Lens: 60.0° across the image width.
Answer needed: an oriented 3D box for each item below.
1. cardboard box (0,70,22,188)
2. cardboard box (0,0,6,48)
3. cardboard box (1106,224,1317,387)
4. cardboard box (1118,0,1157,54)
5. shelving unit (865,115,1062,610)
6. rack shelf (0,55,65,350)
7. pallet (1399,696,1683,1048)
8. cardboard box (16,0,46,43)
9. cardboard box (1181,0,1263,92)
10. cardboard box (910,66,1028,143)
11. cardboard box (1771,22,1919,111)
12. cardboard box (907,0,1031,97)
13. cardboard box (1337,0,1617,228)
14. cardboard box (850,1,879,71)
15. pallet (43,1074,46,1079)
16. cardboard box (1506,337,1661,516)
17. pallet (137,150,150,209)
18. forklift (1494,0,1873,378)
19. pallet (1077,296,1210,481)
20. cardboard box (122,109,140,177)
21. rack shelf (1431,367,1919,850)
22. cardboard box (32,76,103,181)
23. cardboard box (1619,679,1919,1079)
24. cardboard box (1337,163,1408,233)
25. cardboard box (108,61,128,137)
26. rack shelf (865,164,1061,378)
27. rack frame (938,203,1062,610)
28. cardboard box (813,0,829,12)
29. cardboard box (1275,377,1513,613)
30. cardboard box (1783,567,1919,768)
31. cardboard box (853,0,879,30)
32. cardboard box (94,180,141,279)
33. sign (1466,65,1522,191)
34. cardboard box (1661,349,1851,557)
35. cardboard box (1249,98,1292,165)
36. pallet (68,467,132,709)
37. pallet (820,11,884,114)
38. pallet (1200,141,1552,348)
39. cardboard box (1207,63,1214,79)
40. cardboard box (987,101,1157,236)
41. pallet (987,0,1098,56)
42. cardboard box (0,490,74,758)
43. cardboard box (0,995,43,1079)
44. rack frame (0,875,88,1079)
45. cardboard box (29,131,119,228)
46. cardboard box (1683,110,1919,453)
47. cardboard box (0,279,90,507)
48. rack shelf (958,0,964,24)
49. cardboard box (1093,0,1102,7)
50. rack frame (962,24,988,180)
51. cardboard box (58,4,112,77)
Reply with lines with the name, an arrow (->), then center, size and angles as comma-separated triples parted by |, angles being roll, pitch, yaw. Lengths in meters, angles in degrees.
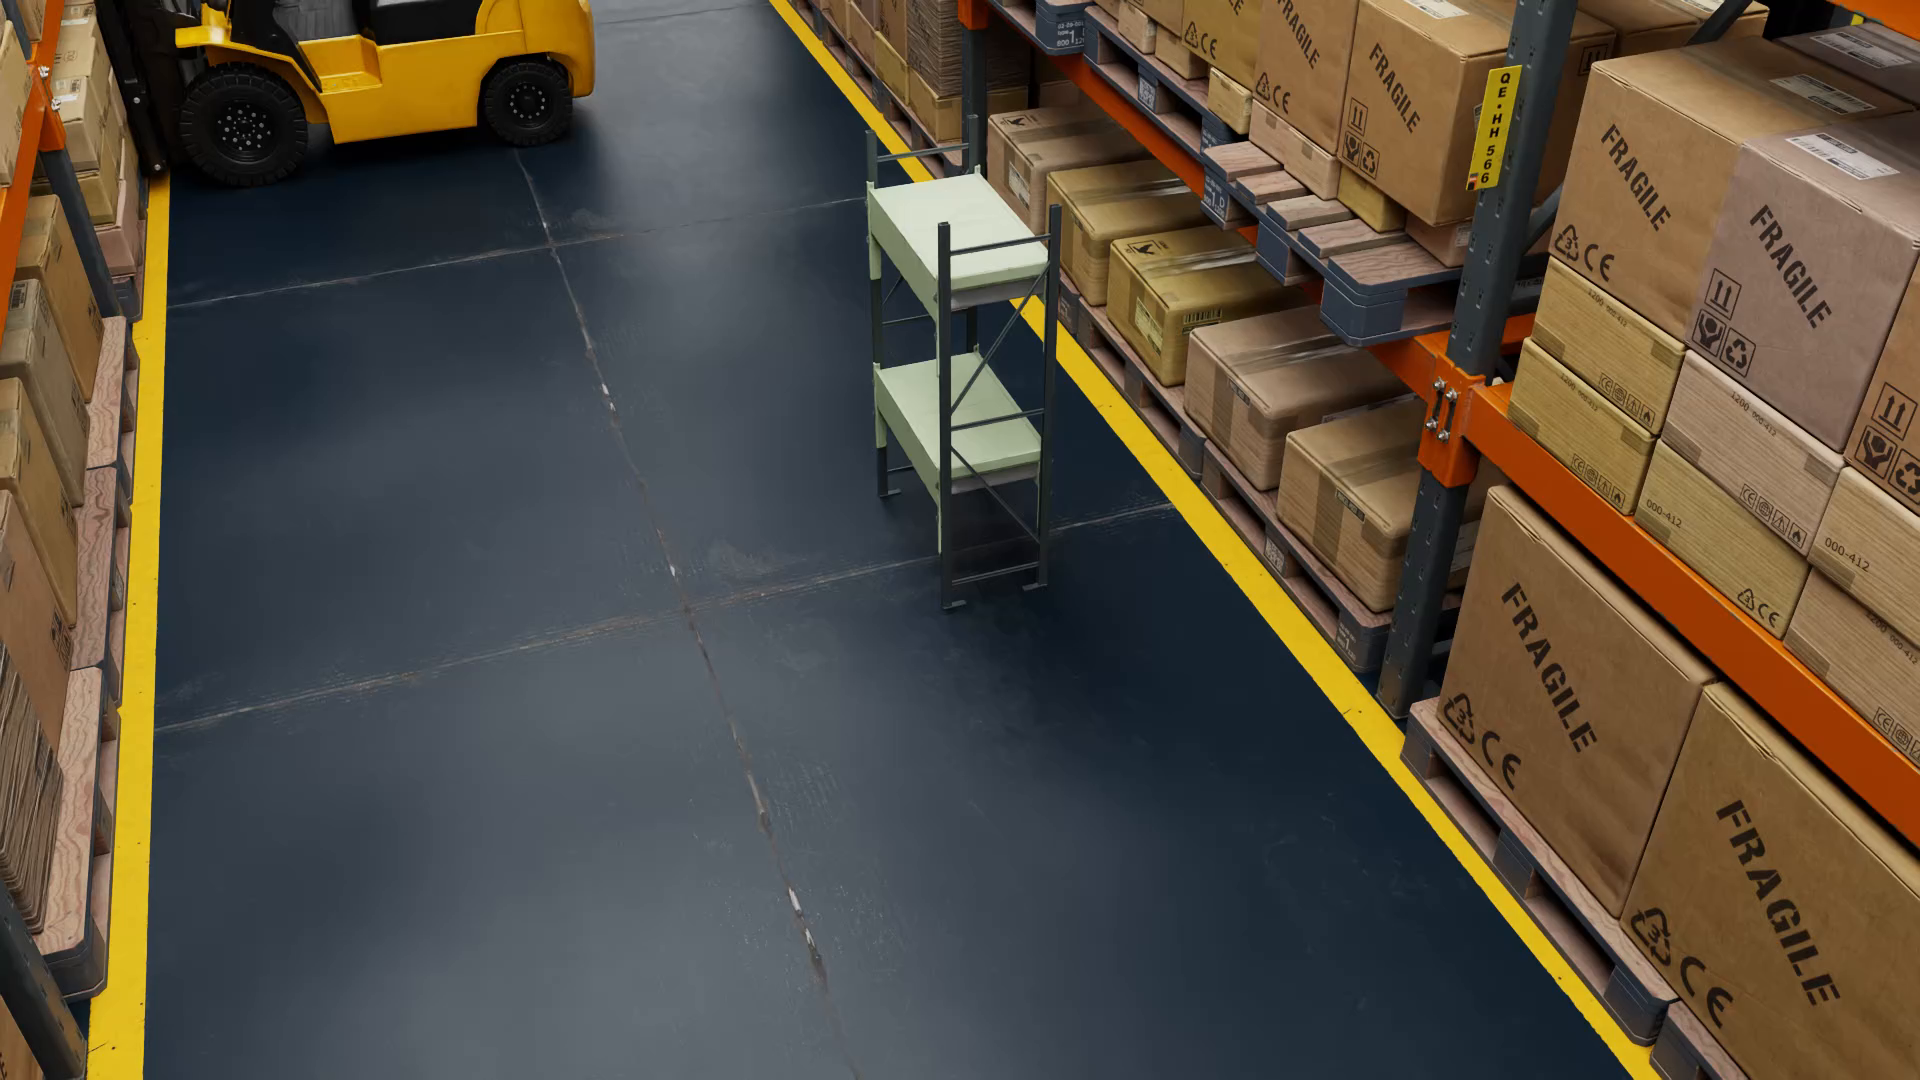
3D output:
cardboard box -> -3.564, -1.395, 5.733 | 0.500, 0.250, 0.500 | -13, 39, -16
cardboard box -> -3.752, -1.883, 5.966 | 0.500, 0.250, 0.500 | -13, 39, -17
cardboard box -> 1.172, -1.022, 6.949 | 0.950, 0.372, 0.625 | -11, 38, -14
cardboard box -> 0.814, -1.946, 6.200 | 0.380, 0.149, 0.250 | -11, 38, -14
shelving unit -> -0.002, -0.603, 5.804 | 0.431, 1.500, 0.755 | -12, 39, -16
rack shelf -> -3.473, -0.551, 5.086 | 1.077, 0.370, 4.000 | -12, 39, -16
pallet -> 2.075, 0.837, 4.964 | 1.003, 0.211, 1.213 | -12, 39, -16
cardboard box -> -4.069, -2.313, 6.744 | 0.500, 0.500, 0.500 | -13, 39, -17
cardboard box -> 1.094, -1.839, 5.518 | 0.500, 0.500, 0.500 | -15, 40, -19
cardboard box -> 0.042, -2.346, 8.807 | 0.500, 0.250, 0.500 | -11, 38, -14
cardboard box -> 2.298, -0.940, 4.090 | 0.500, 0.500, 0.500 | -13, 39, -17
cardboard box -> 0.043, -2.645, 8.582 | 0.500, 0.500, 0.500 | -13, 39, -17
cardboard box -> 1.457, -1.264, 4.755 | 0.500, 0.500, 0.500 | -14, 39, -17
cardboard box -> -0.321, -2.933, 9.586 | 0.500, 0.250, 0.500 | -12, 39, -15
pallet -> -2.563, 1.835, 3.638 | 1.003, 0.211, 1.213 | -12, 39, -16
cardboard box -> 1.807, -0.350, 4.346 | 0.500, 0.250, 0.500 | -13, 39, -17
pallet -> -4.819, -2.002, 8.733 | 1.003, 0.211, 1.213 | -12, 39, -16
forklift -> 3.409, -2.328, 6.905 | 1.130, 2.935, 3.031 | 23, 43, 28
pallet -> 1.191, -0.754, 7.076 | 1.003, 0.211, 1.213 | -12, 39, -16
cardboard box -> -4.397, -1.950, 8.282 | 0.500, 0.250, 0.500 | -12, 39, -15
rack shelf -> 2.563, 0.679, 3.453 | 1.077, 0.370, 4.000 | -12, 39, -16
cardboard box -> -4.033, -1.775, 7.219 | 0.500, 0.250, 0.500 | -13, 39, -17
cardboard box -> 2.337, 0.855, 4.039 | 0.875, 0.875, 0.875 | -12, 39, -15
cardboard box -> 1.381, -1.079, 5.048 | 0.380, 0.149, 0.250 | -12, 39, -15
cardboard box -> -4.375, -2.145, 8.125 | 0.500, 0.250, 0.500 | -13, 39, -16
rack shelf -> -0.002, -0.915, 5.569 | 0.431, 0.370, 0.720 | -12, 39, -16
rack frame -> 0.124, -0.396, 5.529 | 0.400, 1.500, 0.023 | -12, 39, -16
cardboard box -> -0.692, -3.524, 10.372 | 0.500, 0.250, 0.500 | -11, 38, -14
cardboard box -> 1.690, -0.178, 5.828 | 0.950, 0.372, 0.625 | -15, 40, -19
cardboard box -> 2.175, 0.234, 3.571 | 0.500, 0.250, 0.500 | -11, 38, -14
cardboard box -> -0.311, -3.220, 9.345 | 0.500, 0.500, 0.500 | -10, 38, -14
cardboard box -> -4.017, -1.379, 7.524 | 0.500, 0.250, 0.500 | -12, 39, -15
sign -> 1.368, -1.051, 4.256 | 0.100, 0.325, 0.005 | -12, 39, -16
cardboard box -> 1.994, -0.248, 3.796 | 0.500, 0.250, 0.500 | -12, 39, -15
cardboard box -> 1.173, -1.355, 5.416 | 0.380, 0.149, 0.250 | -14, 39, -18
pallet -> -3.447, 0.244, 5.750 | 1.003, 0.211, 1.213 | -12, 39, -16
pallet -> -0.190, -2.946, 9.986 | 1.003, 0.211, 1.213 | -12, 39, -16
pallet -> 1.529, -1.042, 5.300 | 1.213, 0.211, 1.003 | -12, 39, -16
cardboard box -> 1.097, -1.676, 5.842 | 0.380, 0.149, 0.250 | -12, 39, -16
cardboard box -> 0.681, -1.820, 8.008 | 0.950, 0.372, 0.625 | -12, 39, -15
pallet -> 0.625, -2.459, 7.181 | 1.003, 0.211, 1.213 | -12, 39, -16
cardboard box -> -3.219, 0.350, 4.917 | 0.875, 0.625, 0.625 | -11, 38, -14
cardboard box -> -2.437, 1.317, 3.737 | 0.500, 0.500, 0.500 | -11, 38, -15
rack frame -> -2.785, 0.292, 3.370 | 1.000, 3.000, 0.127 | -12, 39, -16
cardboard box -> -4.038, -1.574, 7.368 | 0.500, 0.250, 0.500 | -13, 39, -16
cardboard box -> 1.995, -0.570, 3.600 | 0.500, 0.500, 0.500 | -12, 39, -16
cardboard box -> -3.711, -0.455, 5.985 | 0.875, 0.625, 0.625 | -13, 39, -16
rack shelf -> -0.190, -3.840, 9.453 | 1.077, 0.370, 4.000 | -12, 39, -16
cardboard box -> 0.688, -2.246, 6.599 | 0.380, 0.149, 0.250 | -12, 39, -15
rack frame -> 0.498, -2.998, 7.737 | 1.000, 3.000, 0.127 | -12, 39, -16
cardboard box -> -4.381, -2.345, 7.975 | 0.500, 0.250, 0.500 | -11, 38, -14
